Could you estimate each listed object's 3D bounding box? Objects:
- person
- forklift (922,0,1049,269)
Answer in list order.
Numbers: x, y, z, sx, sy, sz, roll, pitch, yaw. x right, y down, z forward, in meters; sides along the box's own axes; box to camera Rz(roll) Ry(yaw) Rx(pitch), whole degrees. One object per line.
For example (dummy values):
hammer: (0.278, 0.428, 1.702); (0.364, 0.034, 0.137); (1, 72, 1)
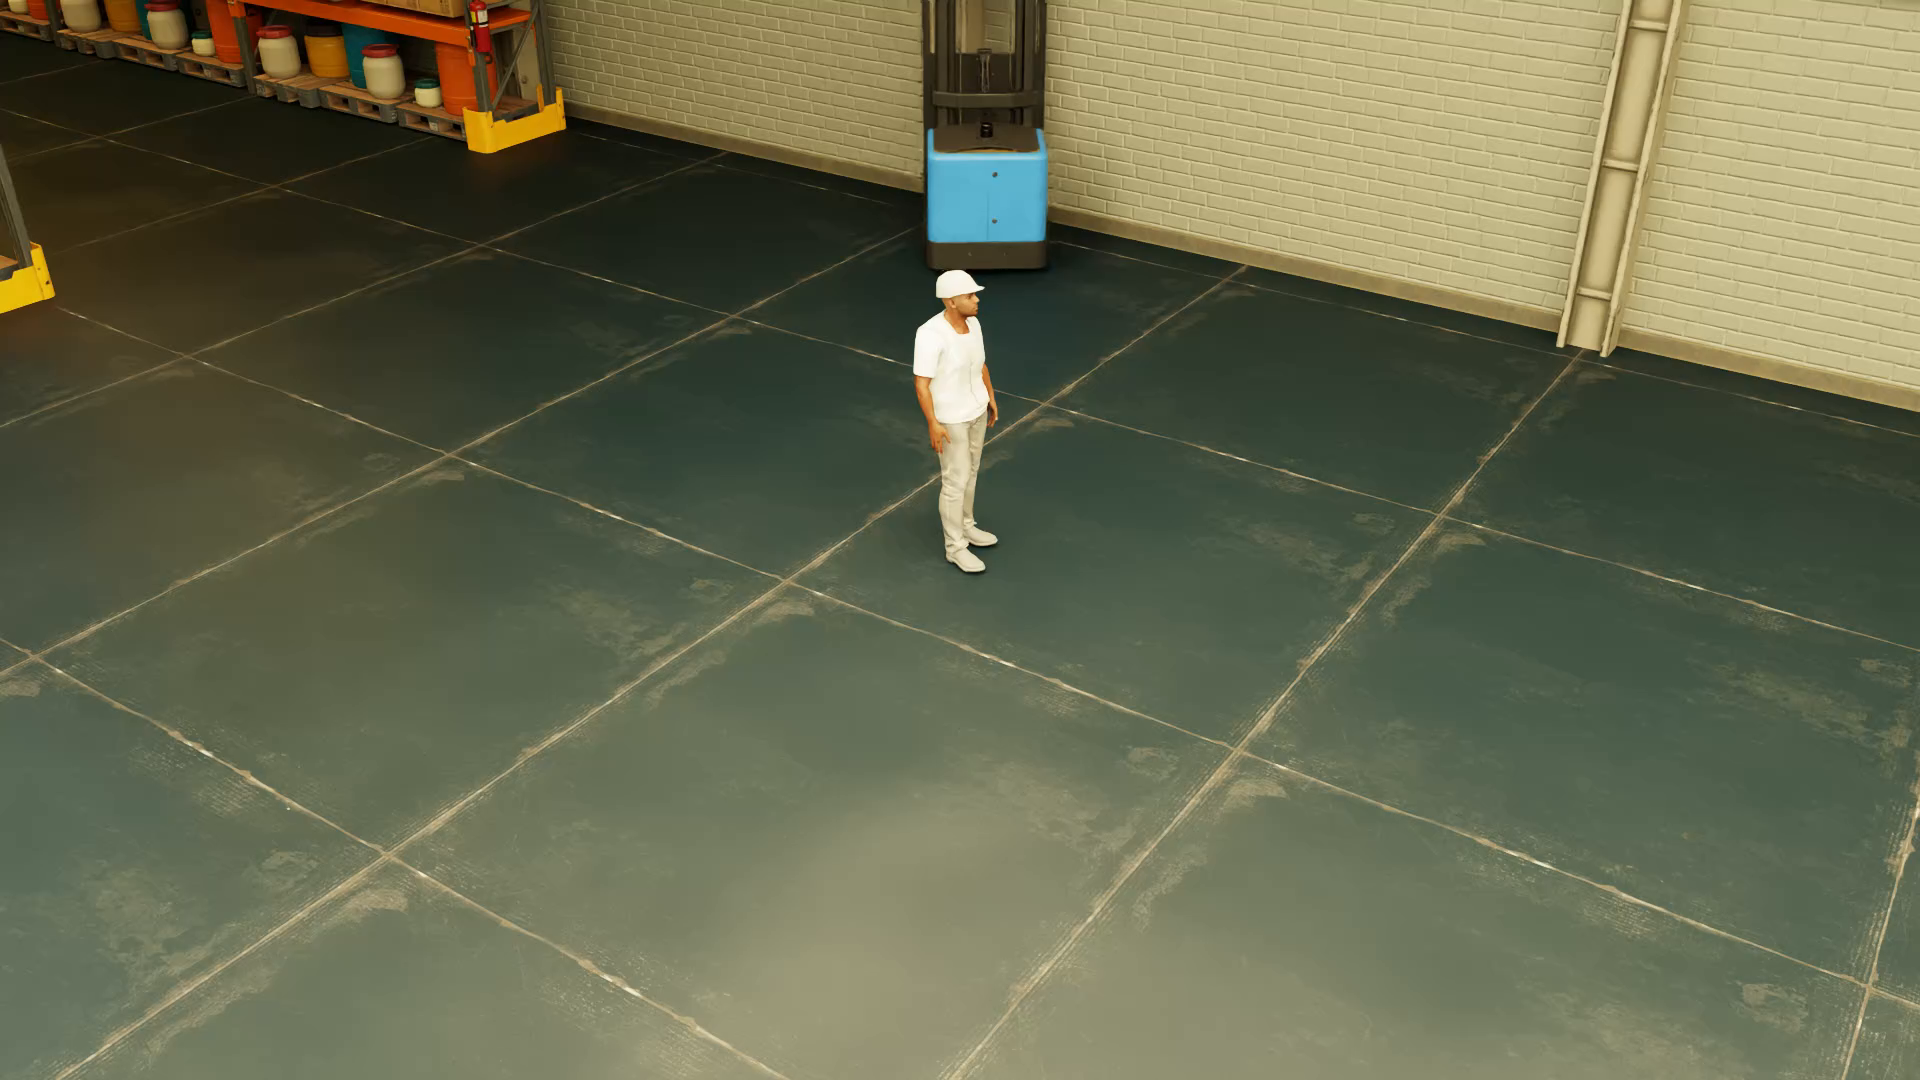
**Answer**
person: (0.054, -0.748, 10.015); (0.577, 1.765, 0.665); (19, 35, 29)
forklift: (0.208, -4.312, 15.007); (1.130, 2.935, 3.031); (-1, 30, -1)
